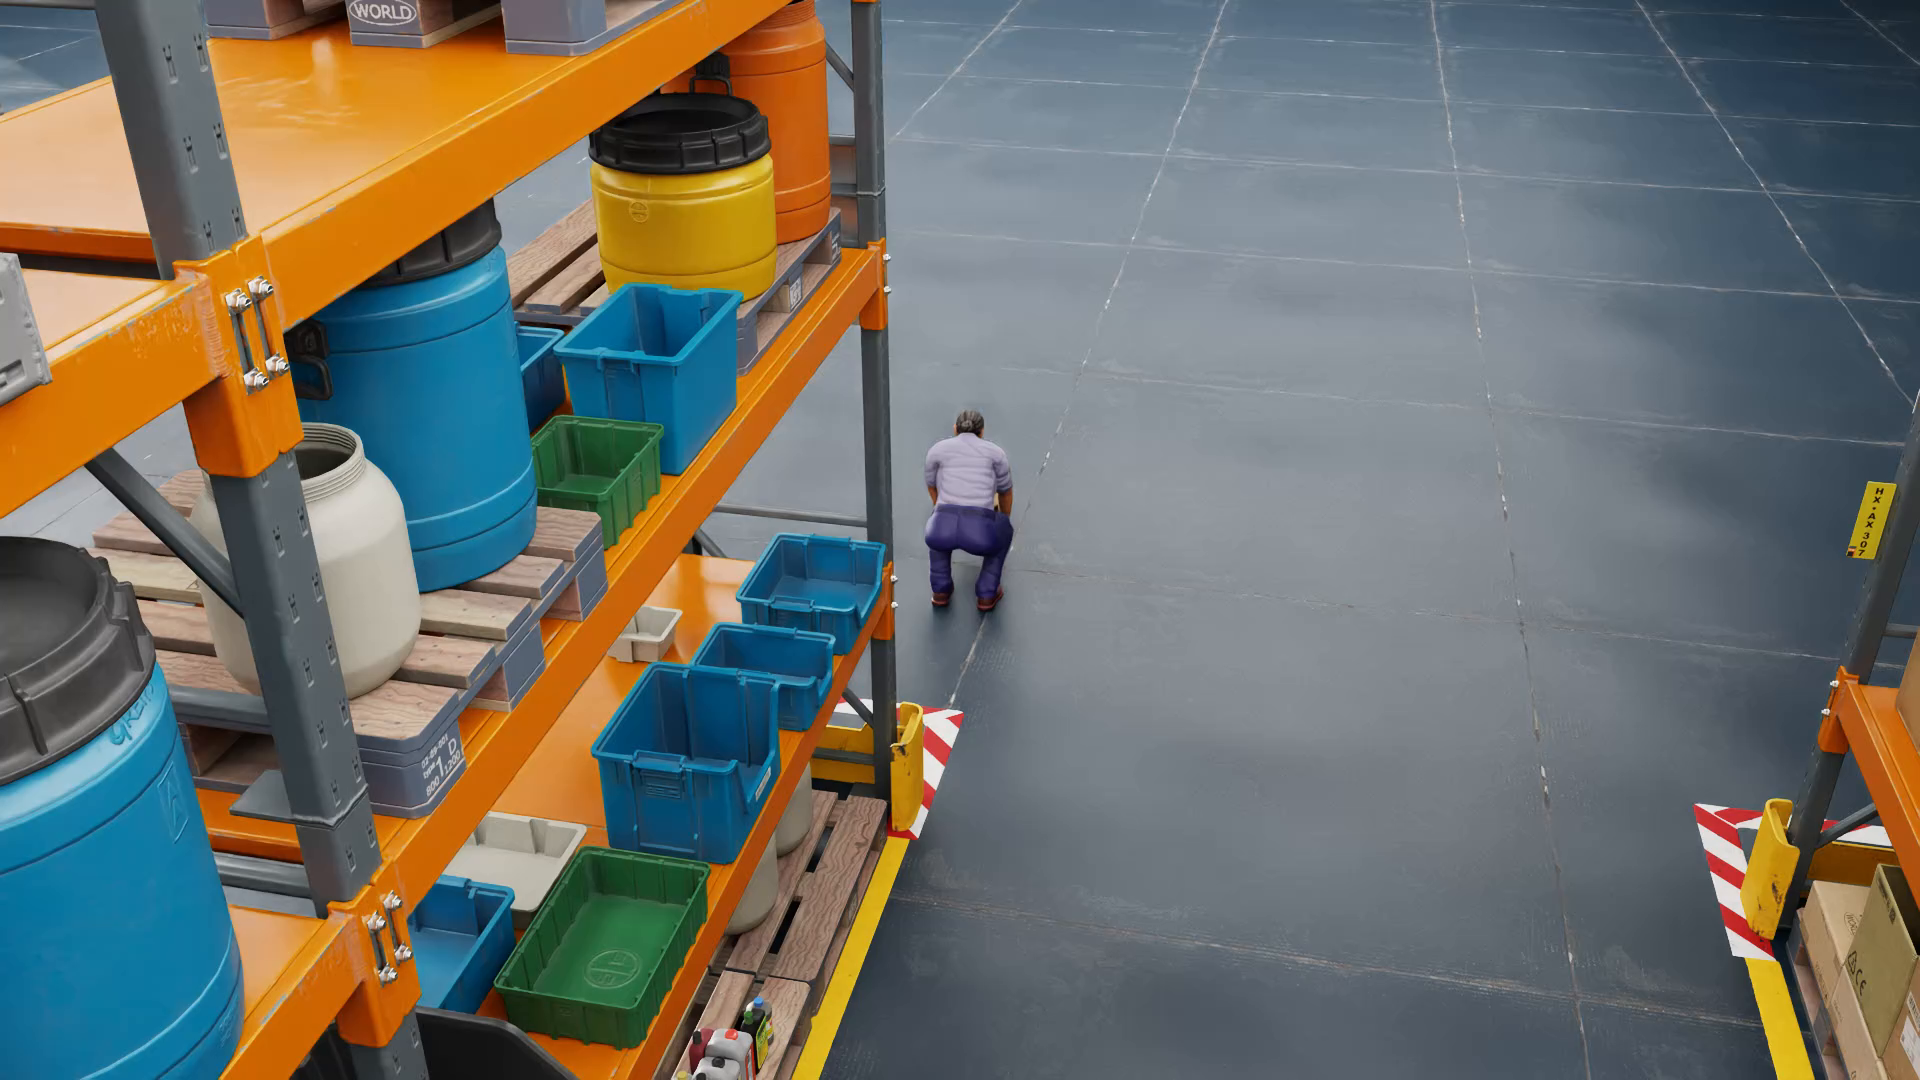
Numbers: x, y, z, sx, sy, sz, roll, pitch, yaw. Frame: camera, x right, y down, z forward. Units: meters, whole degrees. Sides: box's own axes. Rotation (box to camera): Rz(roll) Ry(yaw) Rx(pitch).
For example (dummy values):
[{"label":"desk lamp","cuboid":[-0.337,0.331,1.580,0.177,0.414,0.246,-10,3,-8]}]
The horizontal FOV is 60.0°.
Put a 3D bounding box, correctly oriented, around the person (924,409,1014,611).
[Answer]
[{"label":"person","cuboid":[0.030,-0.148,9.549,0.530,1.020,0.792,6,30,11]}]
